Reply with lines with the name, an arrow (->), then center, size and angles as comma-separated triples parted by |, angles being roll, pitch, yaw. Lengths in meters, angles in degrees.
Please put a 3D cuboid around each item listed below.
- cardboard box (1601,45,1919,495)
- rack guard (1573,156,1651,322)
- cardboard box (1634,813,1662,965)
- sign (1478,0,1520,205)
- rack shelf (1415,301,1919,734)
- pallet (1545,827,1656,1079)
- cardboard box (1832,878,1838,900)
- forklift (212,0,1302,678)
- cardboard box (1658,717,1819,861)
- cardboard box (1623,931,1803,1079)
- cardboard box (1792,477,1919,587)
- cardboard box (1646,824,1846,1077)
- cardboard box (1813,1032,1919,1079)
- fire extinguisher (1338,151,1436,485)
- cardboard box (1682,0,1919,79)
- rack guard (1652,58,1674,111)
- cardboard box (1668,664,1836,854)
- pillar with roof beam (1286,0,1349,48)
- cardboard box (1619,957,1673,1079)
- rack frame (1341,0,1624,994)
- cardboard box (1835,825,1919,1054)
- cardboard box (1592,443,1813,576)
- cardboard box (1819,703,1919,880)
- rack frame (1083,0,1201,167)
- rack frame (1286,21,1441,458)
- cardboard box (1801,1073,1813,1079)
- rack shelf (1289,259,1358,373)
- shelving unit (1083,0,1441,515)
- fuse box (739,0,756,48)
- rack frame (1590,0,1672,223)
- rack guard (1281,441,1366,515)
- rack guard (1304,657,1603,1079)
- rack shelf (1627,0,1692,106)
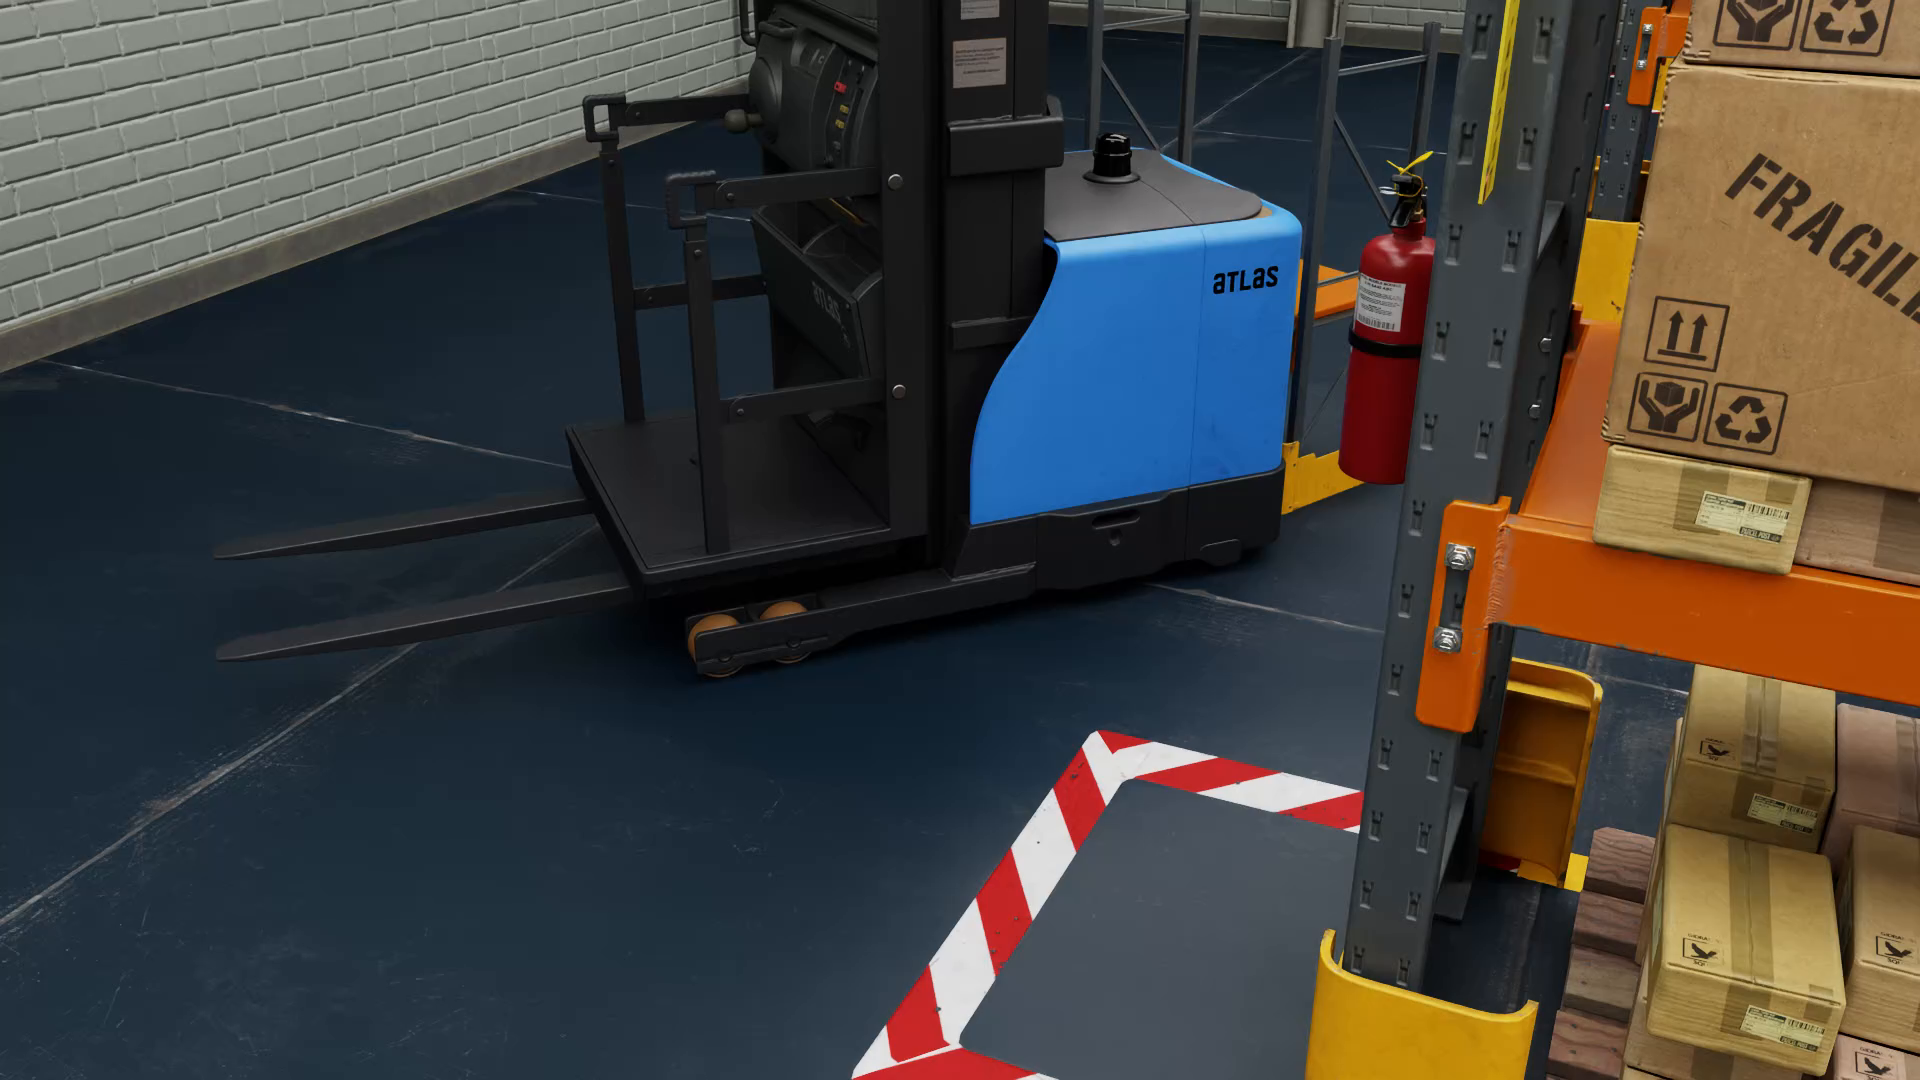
cardboard box -> 1.196, -0.403, 2.222 | 0.500, 0.500, 0.500 | 13, 29, 24
rack guard -> 2.836, -1.309, 7.344 | 0.348, 0.500, 1.175 | 11, 28, 22
cardboard box -> 1.467, 0.685, 3.214 | 0.250, 0.149, 0.380 | 12, 29, 23
sign -> 0.677, -0.588, 2.068 | 0.005, 0.325, 0.100 | 11, 28, 22
rack shelf -> 2.722, 0.271, 2.119 | 4.000, 0.370, 1.077 | 11, 28, 22
pallet -> 1.695, 1.010, 2.960 | 1.213, 0.211, 1.003 | 11, 28, 22
cardboard box -> 1.715, 0.591, 3.070 | 0.250, 0.149, 0.380 | 11, 28, 21
forklift -> -0.582, -1.208, 4.386 | 3.031, 2.935, 1.130 | -10, 28, -20
cardboard box -> 1.500, 0.521, 3.211 | 0.250, 0.149, 0.380 | 11, 28, 20
cardboard box -> 1.272, 0.738, 2.769 | 0.250, 0.149, 0.380 | 13, 29, 24
cardboard box -> 1.309, -0.084, 2.309 | 0.250, 0.149, 0.380 | 12, 29, 24
cardboard box -> 1.238, 0.638, 2.636 | 0.250, 0.149, 0.380 | 10, 28, 19
cardboard box -> 1.498, 0.811, 2.622 | 0.250, 0.149, 0.380 | 11, 28, 22
fire extinguisher -> 0.863, -0.447, 3.272 | 0.183, 0.674, 0.296 | 11, 28, 22
cardboard box -> 1.200, -0.856, 2.010 | 0.500, 0.500, 0.500 | 11, 28, 21
rack guard -> 4.979, -3.288, 11.362 | 0.348, 0.500, 1.175 | 11, 28, 22
cardboard box -> 1.488, 0.401, 3.118 | 0.250, 0.149, 0.380 | 12, 29, 22
pillar with roof beam -> 1.046, -6.239, 7.734 | 0.400, 9.000, 9.100 | 11, 28, 22
cardboard box -> 1.246, 0.897, 2.783 | 0.250, 0.149, 0.380 | 12, 29, 23
rack frame -> 0.901, -0.418, 2.702 | 0.127, 3.000, 1.000 | 11, 28, 22
cardboard box -> 1.538, 0.640, 2.632 | 0.250, 0.149, 0.380 | 12, 29, 23
cardboard box -> 1.060, -0.114, 2.370 | 0.250, 0.149, 0.380 | 11, 28, 21
cardboard box -> 1.693, 0.470, 2.978 | 0.250, 0.149, 0.380 | 12, 29, 23
rack frame -> 0.632, -1.192, 5.973 | 0.500, 1.500, 0.032 | -19, 32, -33
rack frame -> 1.256, -0.837, 5.252 | 0.500, 1.500, 0.032 | -19, 32, -33
cardboard box -> 1.518, 0.912, 2.753 | 0.250, 0.149, 0.380 | 11, 28, 22
rack shelf -> 0.944, -0.853, 5.692 | 0.538, 0.185, 1.000 | -19, 32, -33
shelving unit -> 0.938, -1.018, 5.619 | 0.587, 1.500, 1.083 | -19, 32, -33
fuse box -> -1.282, -3.688, 10.804 | 0.414, 1.711, 0.539 | 11, 28, 22
rack frame -> 2.858, -2.427, 6.783 | 0.127, 3.000, 1.000 | 11, 28, 22
rack guard -> 1.244, -0.283, 5.542 | 0.587, 0.250, 0.087 | -19, 32, -33
rack guard -> 0.970, 0.718, 3.226 | 0.348, 0.500, 1.175 | 11, 28, 22
rack shelf -> 4.679, -1.738, 6.199 | 4.000, 0.370, 1.077 | 11, 28, 22
